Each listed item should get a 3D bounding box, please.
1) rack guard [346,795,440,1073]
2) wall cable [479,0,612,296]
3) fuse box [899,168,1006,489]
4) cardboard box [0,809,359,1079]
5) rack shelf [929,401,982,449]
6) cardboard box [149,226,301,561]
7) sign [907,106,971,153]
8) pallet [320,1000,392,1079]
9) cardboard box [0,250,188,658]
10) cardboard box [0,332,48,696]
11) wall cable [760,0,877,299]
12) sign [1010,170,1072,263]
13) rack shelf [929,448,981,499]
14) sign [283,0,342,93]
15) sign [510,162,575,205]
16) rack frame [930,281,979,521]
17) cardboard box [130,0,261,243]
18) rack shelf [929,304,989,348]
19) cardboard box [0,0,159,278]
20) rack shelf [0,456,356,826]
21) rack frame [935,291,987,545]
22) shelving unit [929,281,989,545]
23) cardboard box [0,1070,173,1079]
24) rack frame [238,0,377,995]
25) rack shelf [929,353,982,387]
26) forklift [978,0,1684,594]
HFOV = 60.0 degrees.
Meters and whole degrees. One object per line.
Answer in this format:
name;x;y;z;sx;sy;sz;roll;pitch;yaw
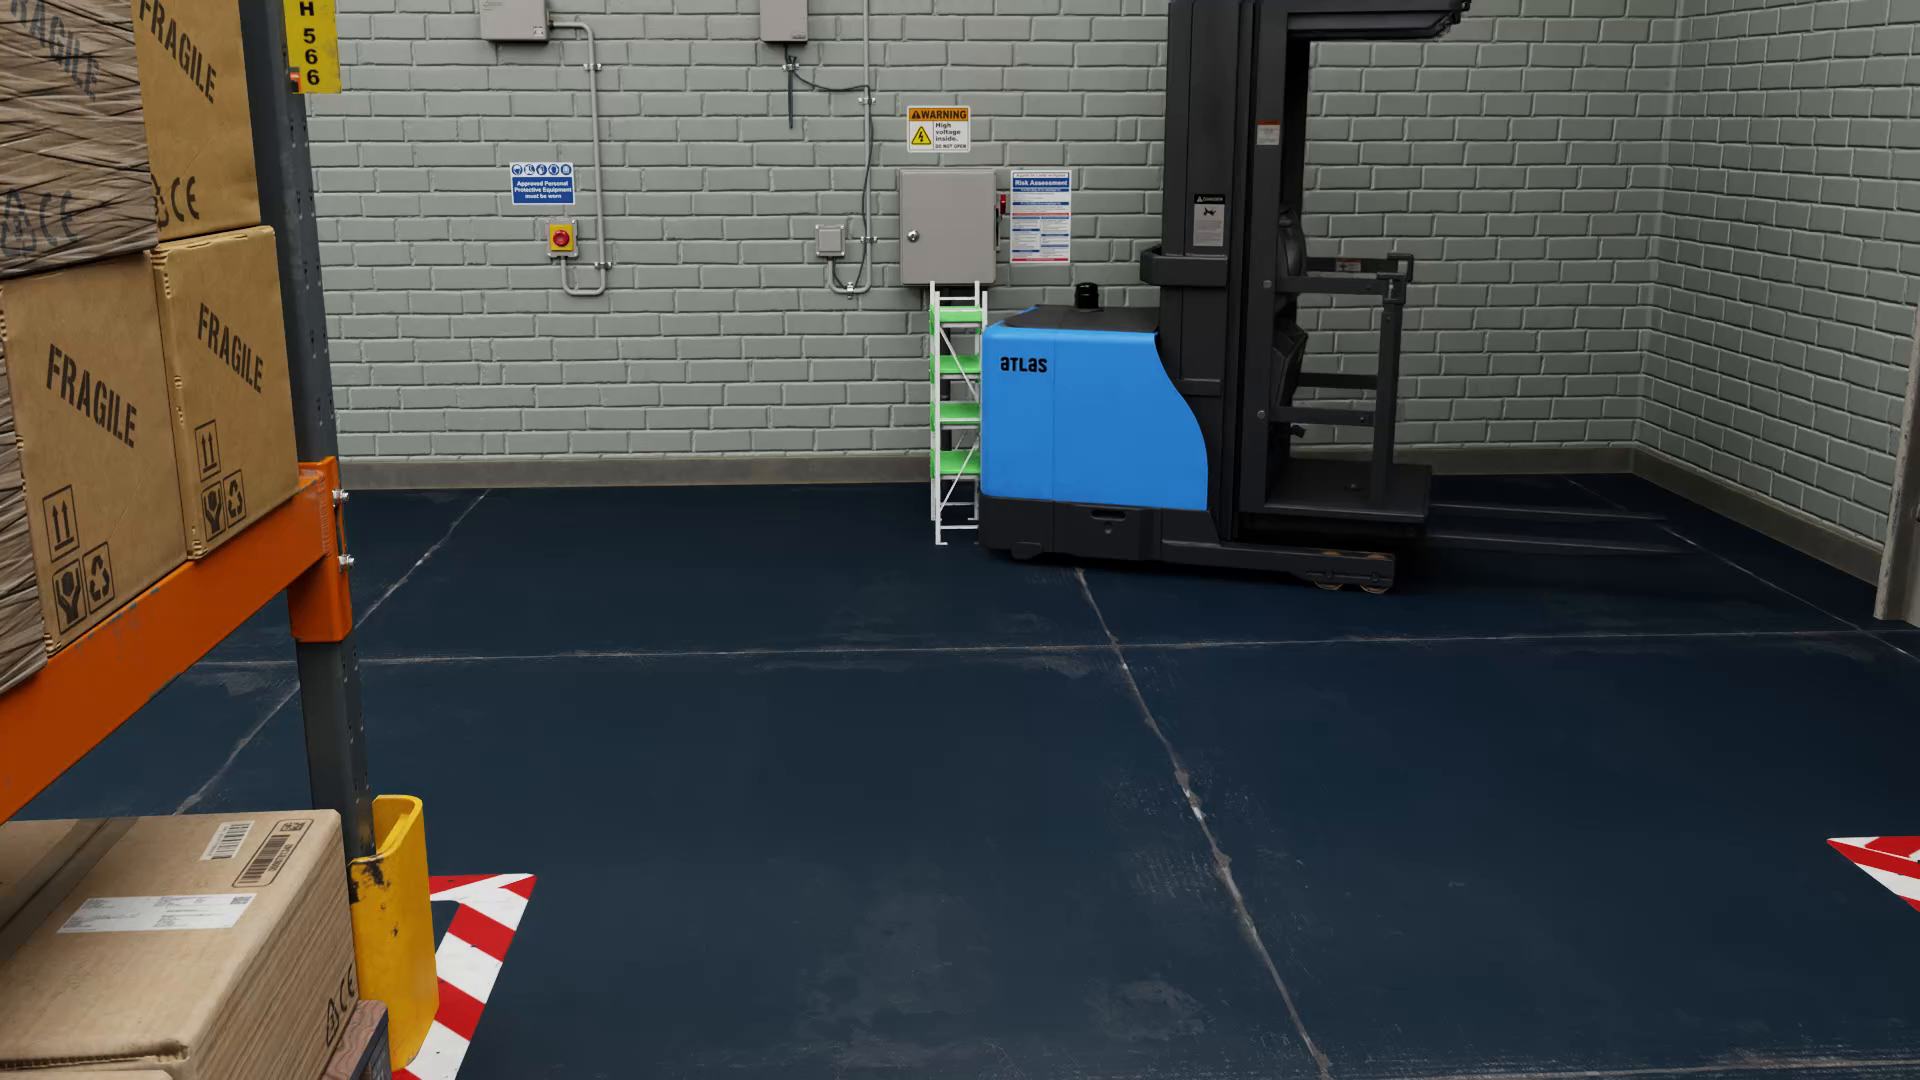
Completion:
rack guard;-1.780;0.871;3.637;1.175;0.500;0.348;-1;14;-3
wall cable;-2.151;-2.242;8.620;0.585;1.953;0.123;-1;14;-3
fuse box;-0.045;-1.107;8.896;0.539;1.711;0.414;-1;14;-3
cardboard box;-1.638;0.867;2.937;0.875;0.438;0.875;-1;14;-5
rack shelf;-0.010;-0.560;8.053;0.258;0.148;0.480;-1;14;-3
cardboard box;-1.484;-0.266;2.839;0.500;0.500;0.500;-1;14;-3
sign;-0.113;-2.182;8.830;0.339;0.242;0.001;-1;14;-3
pallet;-1.651;1.215;2.881;1.003;0.211;1.213;-1;14;-3
cardboard box;-1.468;-0.141;2.353;0.500;0.500;0.500;-1;14;-5
cardboard box;-1.427;-0.013;1.856;0.500;0.500;0.500;0;14;-2
wall cable;-0.736;-2.252;8.721;0.588;1.984;0.122;-1;14;-3
sign;0.435;-1.745;8.978;0.329;0.494;0.001;-1;14;-3
rack shelf;-0.010;-0.328;8.113;0.258;0.148;0.480;-1;14;-3
sign;-1.236;-1.014;3.147;0.100;0.325;0.005;-1;14;-3
sign;-2.203;-1.881;8.773;0.327;0.218;0.001;-1;14;-3
rack frame;-0.025;-0.683;8.273;0.240;1.200;0.015;-1;14;-3
cardboard box;-1.511;-0.750;2.713;0.500;0.500;0.500;0;14;-2
rack shelf;-0.010;-1.025;7.933;0.258;0.148;0.480;-1;14;-3
cardboard box;-1.449;-0.620;2.210;0.500;0.500;0.500;-1;14;-3
rack shelf;-1.654;0.513;1.458;1.077;0.370;4.000;-1;14;-3
rack frame;0.005;-0.562;7.801;0.240;1.200;0.015;-1;14;-3
shelving unit;-0.010;-0.622;8.037;0.258;1.200;0.503;-1;14;-3
cardboard box;-1.573;1.094;2.053;0.875;0.438;0.875;0;14;-2
rack frame;-1.778;-0.333;3.302;1.000;3.000;0.127;-1;14;-3
rack shelf;-0.010;-0.793;7.993;0.258;0.148;0.480;-1;14;-3
forklift;1.659;-1.337;7.341;3.031;2.935;1.130;4;15;16
